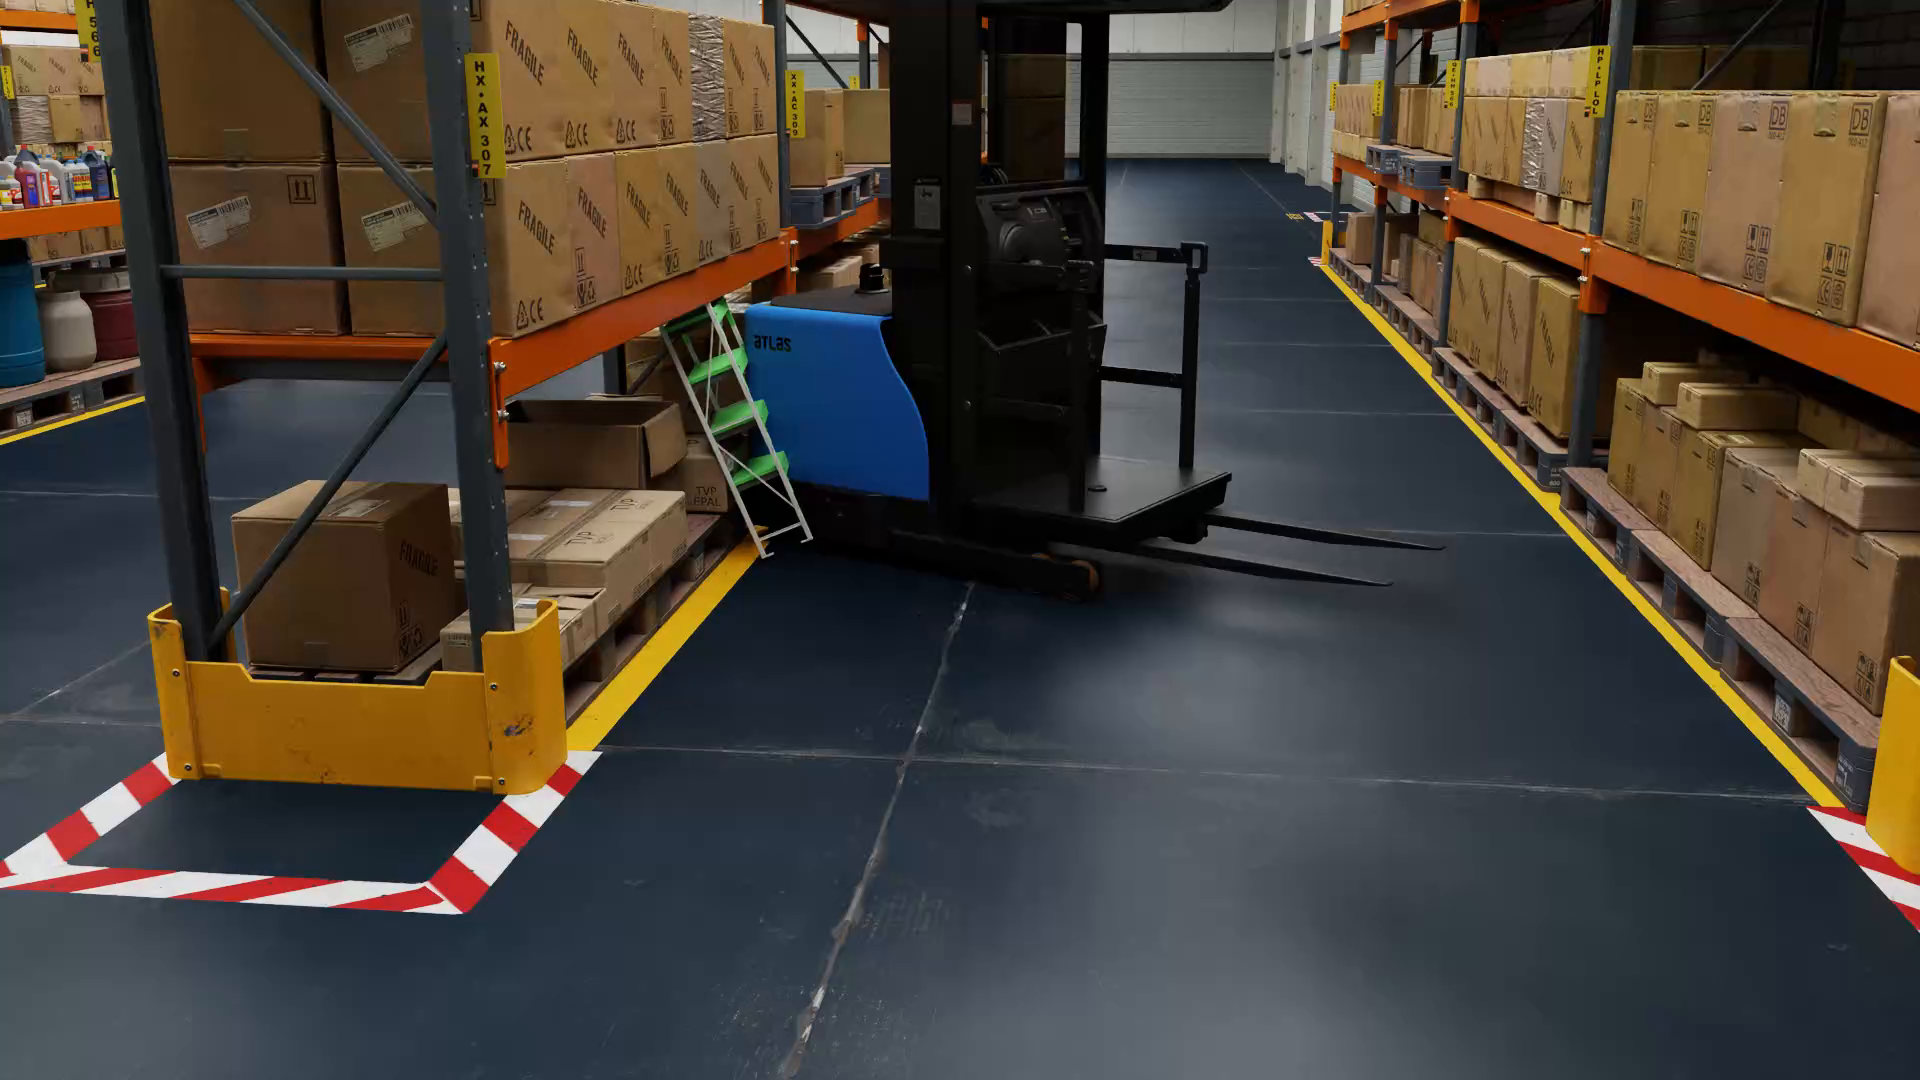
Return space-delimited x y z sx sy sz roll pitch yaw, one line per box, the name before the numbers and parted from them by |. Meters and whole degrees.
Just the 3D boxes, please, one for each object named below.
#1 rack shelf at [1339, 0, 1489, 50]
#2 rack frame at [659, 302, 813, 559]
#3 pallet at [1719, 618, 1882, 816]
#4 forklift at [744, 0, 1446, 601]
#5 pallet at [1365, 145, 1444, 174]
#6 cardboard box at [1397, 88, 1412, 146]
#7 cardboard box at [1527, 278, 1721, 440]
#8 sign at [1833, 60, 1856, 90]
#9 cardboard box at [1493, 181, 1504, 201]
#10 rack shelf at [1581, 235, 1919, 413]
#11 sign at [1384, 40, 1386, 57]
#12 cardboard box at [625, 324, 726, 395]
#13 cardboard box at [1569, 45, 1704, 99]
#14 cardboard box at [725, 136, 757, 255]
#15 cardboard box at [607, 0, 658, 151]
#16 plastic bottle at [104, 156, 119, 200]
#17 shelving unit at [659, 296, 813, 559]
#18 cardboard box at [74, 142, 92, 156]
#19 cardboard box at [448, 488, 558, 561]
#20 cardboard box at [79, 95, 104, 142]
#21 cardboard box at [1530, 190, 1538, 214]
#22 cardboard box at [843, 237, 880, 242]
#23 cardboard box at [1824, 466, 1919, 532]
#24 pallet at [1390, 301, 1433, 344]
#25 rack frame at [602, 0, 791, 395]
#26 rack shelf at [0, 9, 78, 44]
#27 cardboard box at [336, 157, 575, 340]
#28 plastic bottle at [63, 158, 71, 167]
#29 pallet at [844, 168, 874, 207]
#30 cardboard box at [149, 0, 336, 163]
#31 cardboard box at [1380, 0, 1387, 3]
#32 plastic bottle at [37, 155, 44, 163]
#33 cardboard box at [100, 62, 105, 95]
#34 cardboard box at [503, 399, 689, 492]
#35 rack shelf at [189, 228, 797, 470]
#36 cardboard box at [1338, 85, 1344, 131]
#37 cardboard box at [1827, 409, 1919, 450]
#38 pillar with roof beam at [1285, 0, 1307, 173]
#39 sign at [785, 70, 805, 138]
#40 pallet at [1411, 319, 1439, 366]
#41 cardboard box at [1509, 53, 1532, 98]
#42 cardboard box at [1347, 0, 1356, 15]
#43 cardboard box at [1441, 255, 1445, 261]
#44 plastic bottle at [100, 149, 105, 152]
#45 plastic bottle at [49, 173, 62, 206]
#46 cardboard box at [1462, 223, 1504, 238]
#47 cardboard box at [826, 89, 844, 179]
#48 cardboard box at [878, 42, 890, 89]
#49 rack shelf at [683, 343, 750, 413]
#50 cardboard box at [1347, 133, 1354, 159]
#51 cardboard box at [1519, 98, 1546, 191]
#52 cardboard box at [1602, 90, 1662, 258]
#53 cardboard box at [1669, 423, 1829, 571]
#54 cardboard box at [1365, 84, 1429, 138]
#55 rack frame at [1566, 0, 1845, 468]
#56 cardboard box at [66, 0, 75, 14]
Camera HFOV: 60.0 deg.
rack shelf | 4.683 -5.325 17.240 1.077 0.370 4.000 2 15 6
rack frame | -0.977 -0.498 7.142 0.240 1.200 0.015 -22 15 3
pallet | 3.116 0.543 5.249 1.003 0.211 1.213 2 15 6
forklift | 0.522 -1.324 6.943 3.031 2.935 1.130 10 18 32
pallet | 4.227 -3.419 14.927 1.003 0.211 1.213 2 15 6
cardboard box | 4.366 -3.835 15.064 0.700 0.500 0.500 2 15 6
cardboard box | 3.499 -0.968 8.809 0.750 0.750 0.750 2 15 7
sign | 4.106 -2.071 7.763 0.100 0.325 0.005 2 15 6
cardboard box | 3.682 -2.277 10.781 0.380 0.149 0.250 2 15 6
rack shelf | 3.329 -0.765 6.121 1.077 0.370 4.000 2 15 6
sign | 6.783 -7.850 26.506 0.001 0.298 0.199 2 15 6
cardboard box | -1.597 -0.918 9.255 0.500 0.500 0.500 2 15 6
cardboard box | 3.353 -2.323 8.269 0.500 0.250 0.500 2 15 8
cardboard box | -1.226 -1.553 7.467 0.500 0.500 0.500 2 15 8
cardboard box | -1.394 -1.642 5.880 0.500 0.500 0.500 2 15 7
plastic bottle | -5.624 -2.407 11.041 0.061 0.283 0.133 2 15 6
shelving unit | -0.990 -0.562 7.377 0.258 1.200 0.503 -22 15 3
cardboard box | -9.855 -4.328 18.401 0.380 0.149 0.250 2 15 6
cardboard box | -1.865 -0.017 6.403 0.500 0.250 0.500 2 15 6
cardboard box | -10.148 -4.711 18.577 0.875 0.500 0.500 2 15 6
cardboard box | 3.499 -1.943 9.545 0.380 0.149 0.250 1 15 5
cardboard box | -0.931 -2.498 14.542 0.500 0.311 0.500 2 15 8
cardboard box | 2.917 -0.125 5.121 0.380 0.149 0.250 2 15 6
pallet | 4.236 -1.840 14.063 1.003 0.211 1.213 2 15 6
rack frame | -1.368 -1.776 8.482 1.000 3.000 0.127 2 15 6
rack shelf | -10.082 -5.763 18.858 1.077 0.370 4.000 2 15 6
cardboard box | -1.507 -0.894 5.029 0.500 0.500 0.500 2 15 7
plastic bottle | -5.808 -2.353 10.865 0.097 0.271 0.097 0 15 0
pallet | -1.131 -2.216 10.478 1.003 0.211 1.213 2 15 6
cardboard box | -2.042 -1.393 4.958 0.500 0.500 0.500 2 15 6
cardboard box | 4.269 -5.350 15.726 0.500 0.500 0.500 2 15 8
plastic bottle | -6.352 -2.526 11.504 0.097 0.271 0.097 0 15 0
cardboard box | -9.847 -5.316 18.899 0.500 0.500 0.500 2 15 6
cardboard box | -1.575 -0.295 6.948 0.797 0.503 0.637 2 15 6
rack shelf | -1.593 -0.910 6.657 1.077 0.370 4.000 2 15 6
cardboard box | 4.491 -4.799 18.477 0.500 0.500 0.500 2 15 6
cardboard box | 3.409 -0.377 6.053 0.380 0.149 0.250 2 15 7
pillar with roof beam | 4.120 -13.783 41.396 9.100 9.000 0.400 2 15 6
sign | -0.828 -2.179 8.317 0.100 0.325 0.005 2 15 6
pallet | 4.096 -1.525 12.896 1.003 0.211 1.213 2 15 6
cardboard box | 3.535 -2.720 9.737 0.500 0.250 0.500 1 15 5
cardboard box | 4.527 -6.031 18.244 0.500 0.500 0.500 3 15 10
cardboard box | 4.209 -1.992 13.229 0.700 0.500 0.500 2 15 6
plastic bottle | -6.290 -2.717 12.187 0.061 0.283 0.133 2 15 6
plastic bottle | -5.713 -2.205 10.450 0.097 0.201 0.097 0 15 0
cardboard box | 4.162 -2.370 13.190 0.500 0.250 0.500 2 15 7
cardboard box | -1.077 -2.323 9.510 0.700 0.500 0.500 4 16 15
cardboard box | -0.421 -4.640 16.399 0.700 0.500 0.500 2 15 7
rack shelf | -1.054 -0.719 7.331 0.258 0.148 0.480 -22 15 3
cardboard box | 4.371 -4.165 17.567 0.500 0.250 0.500 2 15 7
cardboard box | 3.469 -2.222 9.333 0.500 0.500 0.500 2 15 6
cardboard box | 3.477 -1.635 7.388 0.980 0.700 0.700 2 15 7
cardboard box | 3.248 -0.172 6.538 0.700 0.500 0.500 2 15 8
cardboard box | 4.204 -4.136 16.025 0.500 0.500 0.500 2 15 6
rack frame | 3.555 -1.631 7.946 1.000 3.000 0.127 2 15 6
cardboard box | -9.881 -5.894 18.253 0.500 0.250 0.500 1 15 4
